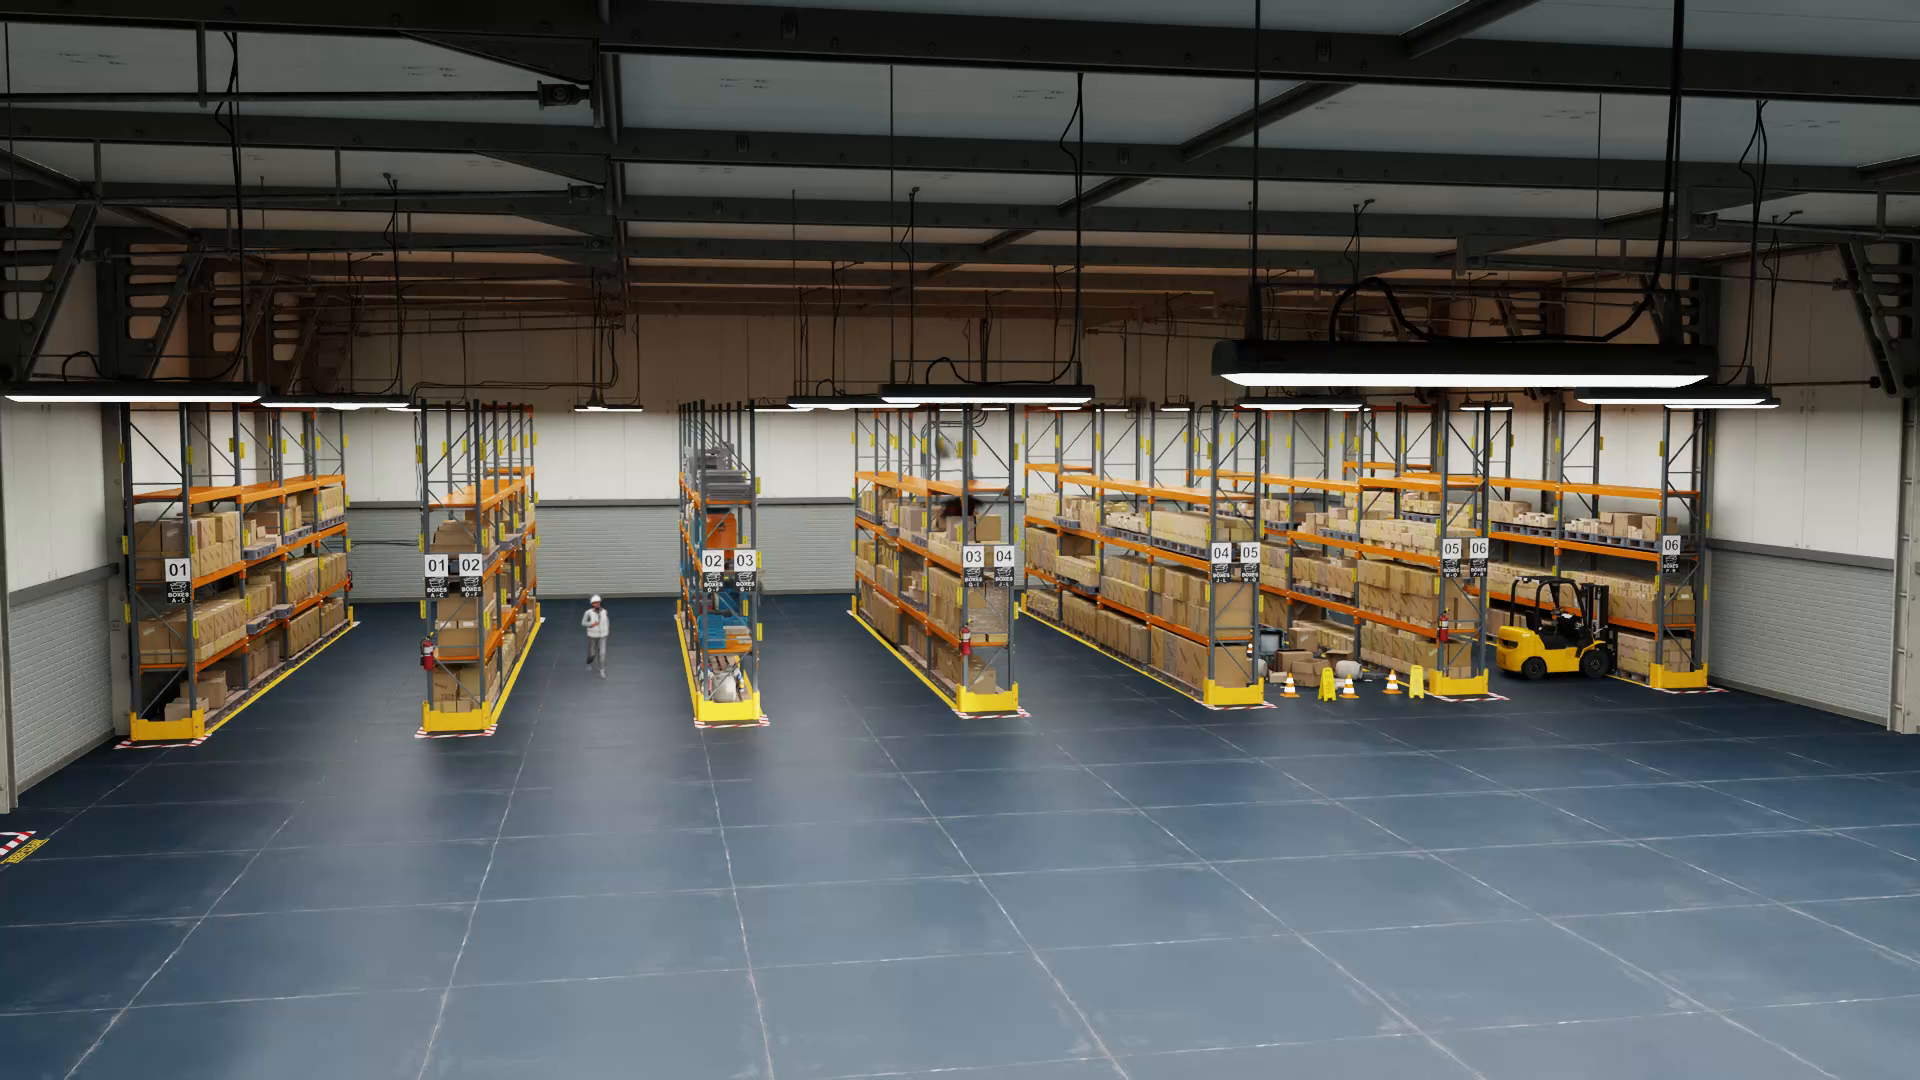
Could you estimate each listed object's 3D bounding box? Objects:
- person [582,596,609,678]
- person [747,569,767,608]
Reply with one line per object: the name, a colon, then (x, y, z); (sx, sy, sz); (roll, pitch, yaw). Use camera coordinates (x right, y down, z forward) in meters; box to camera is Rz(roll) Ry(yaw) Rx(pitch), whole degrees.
person: (-7.922, 2.089, 36.236); (0.674, 1.760, 0.870); (-3, 5, -30)
person: (-6.132, 1.196, 49.184); (0.876, 1.689, 0.586); (1, 4, 9)
